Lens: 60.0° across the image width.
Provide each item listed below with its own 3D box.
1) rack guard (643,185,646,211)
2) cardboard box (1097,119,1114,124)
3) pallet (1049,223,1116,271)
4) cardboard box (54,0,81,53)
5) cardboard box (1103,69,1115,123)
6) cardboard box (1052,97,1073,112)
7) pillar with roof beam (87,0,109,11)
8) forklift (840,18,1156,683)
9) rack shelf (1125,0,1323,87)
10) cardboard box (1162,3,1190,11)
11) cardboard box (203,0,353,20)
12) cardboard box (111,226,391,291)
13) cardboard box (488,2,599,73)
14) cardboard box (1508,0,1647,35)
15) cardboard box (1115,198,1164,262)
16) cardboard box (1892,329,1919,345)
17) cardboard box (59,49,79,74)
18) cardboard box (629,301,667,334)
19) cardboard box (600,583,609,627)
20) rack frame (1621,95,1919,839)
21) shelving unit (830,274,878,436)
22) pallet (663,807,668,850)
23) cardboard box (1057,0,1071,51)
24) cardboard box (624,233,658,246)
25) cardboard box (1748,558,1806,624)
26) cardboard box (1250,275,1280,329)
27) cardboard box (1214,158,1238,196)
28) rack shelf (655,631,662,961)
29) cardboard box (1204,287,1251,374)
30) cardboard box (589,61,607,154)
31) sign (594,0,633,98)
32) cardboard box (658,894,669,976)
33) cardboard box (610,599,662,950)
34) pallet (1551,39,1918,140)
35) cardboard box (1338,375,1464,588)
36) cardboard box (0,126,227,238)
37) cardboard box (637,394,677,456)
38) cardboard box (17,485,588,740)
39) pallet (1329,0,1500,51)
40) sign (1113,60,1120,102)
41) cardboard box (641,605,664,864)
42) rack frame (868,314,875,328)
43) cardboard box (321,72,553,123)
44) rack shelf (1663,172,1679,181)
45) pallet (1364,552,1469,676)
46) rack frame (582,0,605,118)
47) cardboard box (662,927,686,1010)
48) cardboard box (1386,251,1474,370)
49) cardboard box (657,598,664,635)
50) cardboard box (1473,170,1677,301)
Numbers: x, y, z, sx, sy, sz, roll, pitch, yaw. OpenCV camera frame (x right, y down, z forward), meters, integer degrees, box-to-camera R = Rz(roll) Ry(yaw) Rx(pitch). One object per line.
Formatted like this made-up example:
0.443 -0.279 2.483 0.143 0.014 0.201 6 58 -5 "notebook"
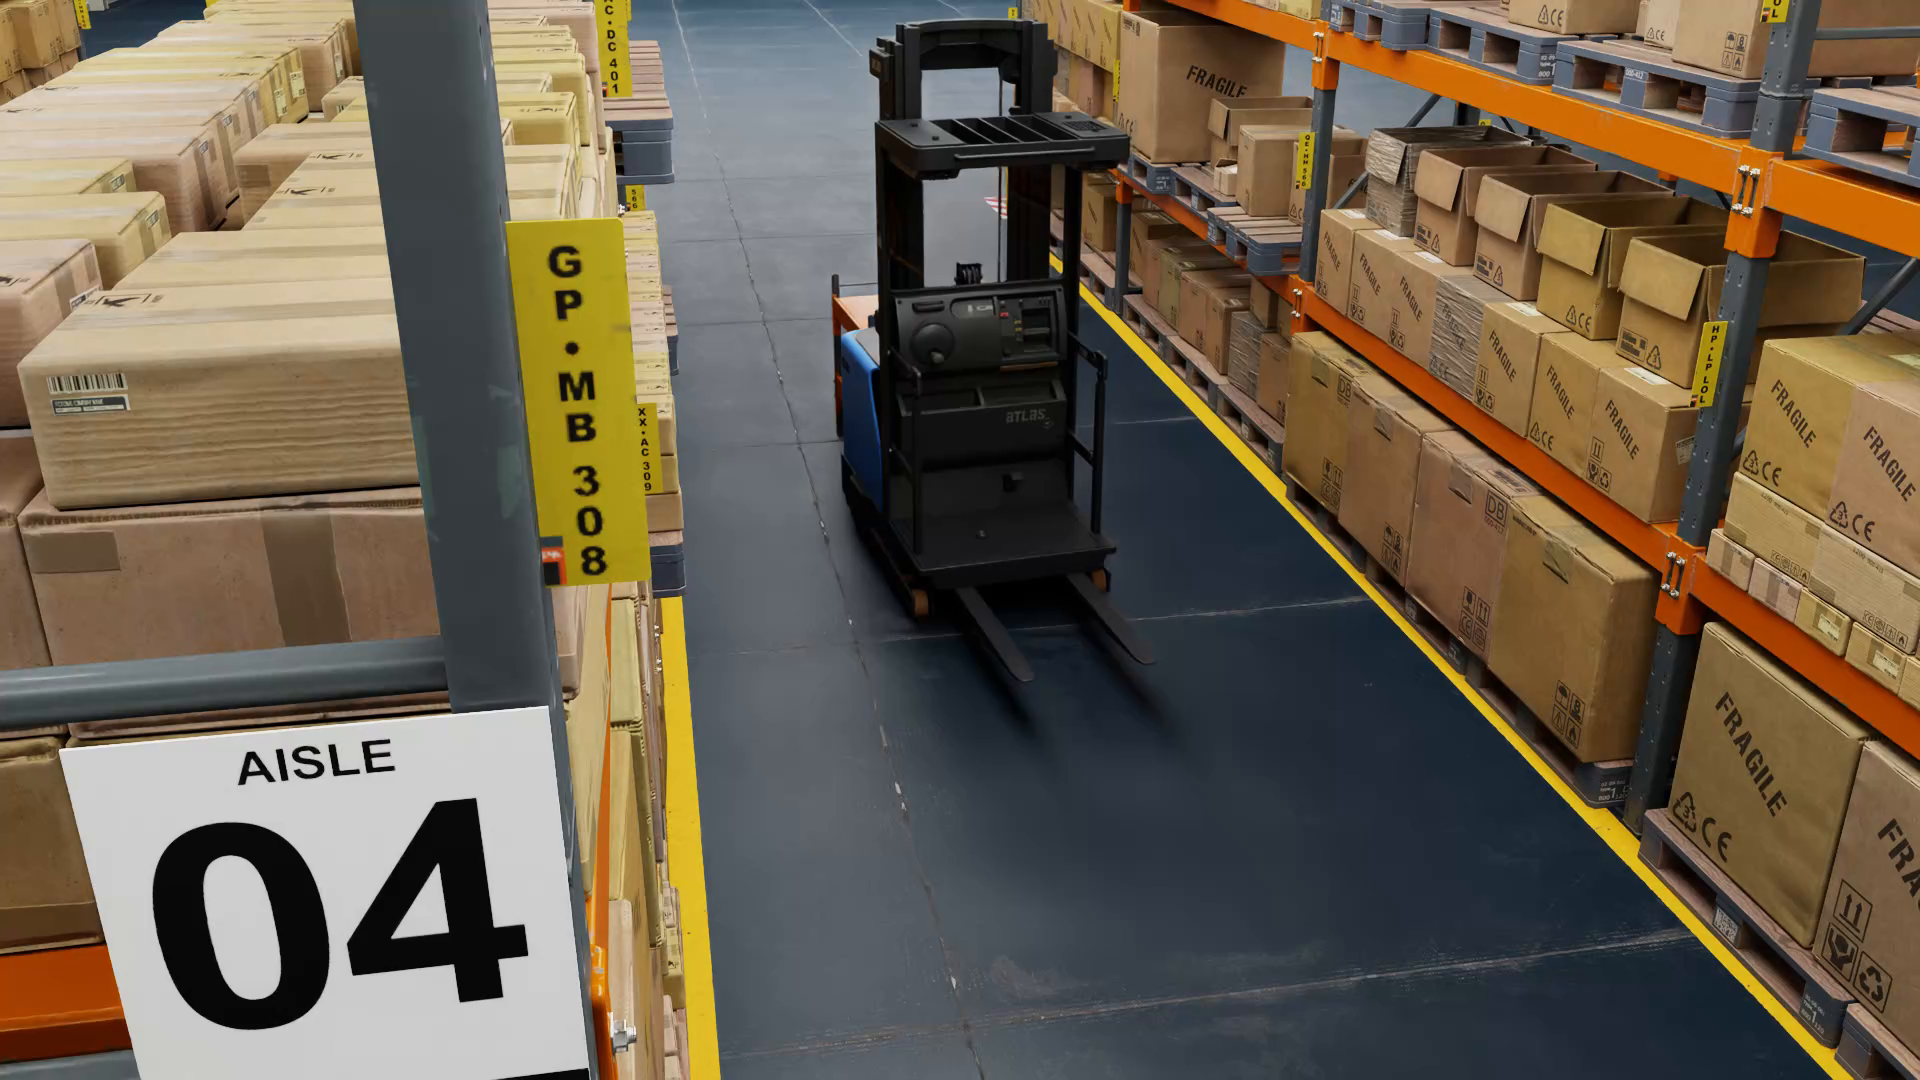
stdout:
-3.822 -3.453 17.031 1.175 0.500 0.348 -4 24 -10 "rack guard"
1.307 -3.582 14.518 0.380 0.149 0.250 -4 24 -10 "cardboard box"
1.428 -2.807 15.914 1.003 0.211 1.213 -4 24 -10 "pallet"
-8.354 -4.638 14.876 0.700 0.500 0.500 -5 24 -11 "cardboard box"
1.735 -3.906 14.448 0.875 0.500 0.500 -4 24 -10 "cardboard box"
1.077 -4.074 15.644 0.380 0.149 0.250 -4 24 -10 "cardboard box"
-14.505 -15.981 35.098 9.100 9.000 0.400 -4 24 -10 "pillar with roof beam"
0.178 -1.101 8.610 1.130 2.935 3.031 -7 24 -15 "forklift"
2.186 -3.601 11.398 1.077 0.370 4.000 -4 24 -10 "rack shelf"
1.982 -4.179 13.824 0.500 0.500 0.500 -4 24 -10 "cardboard box"
-1.765 -1.344 4.397 0.380 0.149 0.250 -5 24 -12 "cardboard box"
-0.724 -0.259 1.912 0.380 0.149 0.250 -3 24 -8 "cardboard box"
-1.126 -1.287 4.267 0.380 0.149 0.250 -4 24 -10 "cardboard box"
2.954 -2.582 7.512 0.797 0.503 0.637 -5 24 -10 "cardboard box"
1.668 -2.775 14.954 0.500 0.500 0.500 3 24 7 "cardboard box"
3.643 -0.446 5.903 0.500 0.500 0.500 -4 24 -8 "cardboard box"
-8.292 -4.172 15.057 0.500 0.500 0.500 -5 24 -11 "cardboard box"
-1.459 -0.916 7.146 0.380 0.149 0.250 -3 24 -8 "cardboard box"
-0.783 -0.004 2.451 0.500 0.250 0.500 -4 24 -8 "cardboard box"
3.295 -0.196 6.451 1.000 3.000 0.127 -4 24 -10 "rack frame"
-0.458 -1.064 10.780 0.538 1.125 1.048 -7 24 -15 "shelving unit"
-1.743 1.103 6.960 1.003 0.211 1.213 -4 24 -10 "pallet"
1.188 -4.730 15.086 0.500 0.500 0.500 -4 24 -10 "cardboard box"
-1.704 -1.431 8.325 0.380 0.149 0.250 -4 24 -8 "cardboard box"
3.071 0.163 5.942 0.380 0.149 0.250 -5 24 -12 "cardboard box"
2.294 -1.638 11.390 0.500 0.250 0.500 -2 24 -4 "cardboard box"
1.982 -2.536 11.452 0.396 0.266 0.258 -5 24 -11 "cardboard box"
-1.228 1.248 4.044 1.077 0.370 4.000 -4 24 -10 "rack shelf"
2.185 -1.527 12.072 0.700 0.500 0.500 -2 24 -5 "cardboard box"
-1.263 -1.241 4.658 0.500 0.250 0.500 -5 24 -12 "cardboard box"
-1.066 -1.523 5.096 0.100 0.325 0.005 -4 24 -10 "sign"
-1.137 1.288 5.346 0.380 0.149 0.250 -5 24 -10 "cardboard box"
-0.854 0.464 3.194 0.500 0.500 0.500 -5 24 -11 "cardboard box"
3.077 -1.840 6.706 0.805 0.209 1.217 -5 24 -12 "pallet"
2.820 -0.364 8.965 1.225 0.875 0.875 -4 24 -10 "cardboard box"
-1.349 -0.527 2.526 0.380 0.149 0.250 -5 24 -11 "cardboard box"
-1.219 -0.408 5.981 0.380 0.149 0.250 -3 24 -7 "cardboard box"
-0.686 -0.026 1.877 0.500 0.250 0.500 -4 24 -9 "cardboard box"
2.727 -2.808 8.920 1.213 0.211 1.003 -3 24 -7 "pallet"
1.284 -3.696 13.384 0.100 0.325 0.005 -4 24 -10 "sign"
-1.045 0.519 4.318 0.500 0.500 0.500 -4 24 -10 "cardboard box"
-0.314 -0.869 10.333 0.500 1.125 0.032 -7 24 -15 "rack frame"
-0.953 -0.770 3.083 0.380 0.149 0.250 -4 24 -8 "cardboard box"
7.053 -2.593 12.838 1.077 0.370 4.000 -4 24 -10 "rack shelf"
2.849 0.303 8.792 1.003 0.211 1.213 -4 24 -10 "pallet"
-1.598 -2.618 4.501 1.000 3.000 0.127 -4 24 -10 "rack frame"
-1.098 1.419 5.419 0.380 0.149 0.250 -5 24 -12 "cardboard box"
2.574 -1.200 8.625 0.500 0.500 0.500 -5 24 -11 "cardboard box"
-1.753 0.162 8.230 0.500 0.500 0.500 -5 24 -12 "cardboard box"
2.923 -1.466 7.981 0.797 0.503 0.637 -4 24 -8 "cardboard box"
